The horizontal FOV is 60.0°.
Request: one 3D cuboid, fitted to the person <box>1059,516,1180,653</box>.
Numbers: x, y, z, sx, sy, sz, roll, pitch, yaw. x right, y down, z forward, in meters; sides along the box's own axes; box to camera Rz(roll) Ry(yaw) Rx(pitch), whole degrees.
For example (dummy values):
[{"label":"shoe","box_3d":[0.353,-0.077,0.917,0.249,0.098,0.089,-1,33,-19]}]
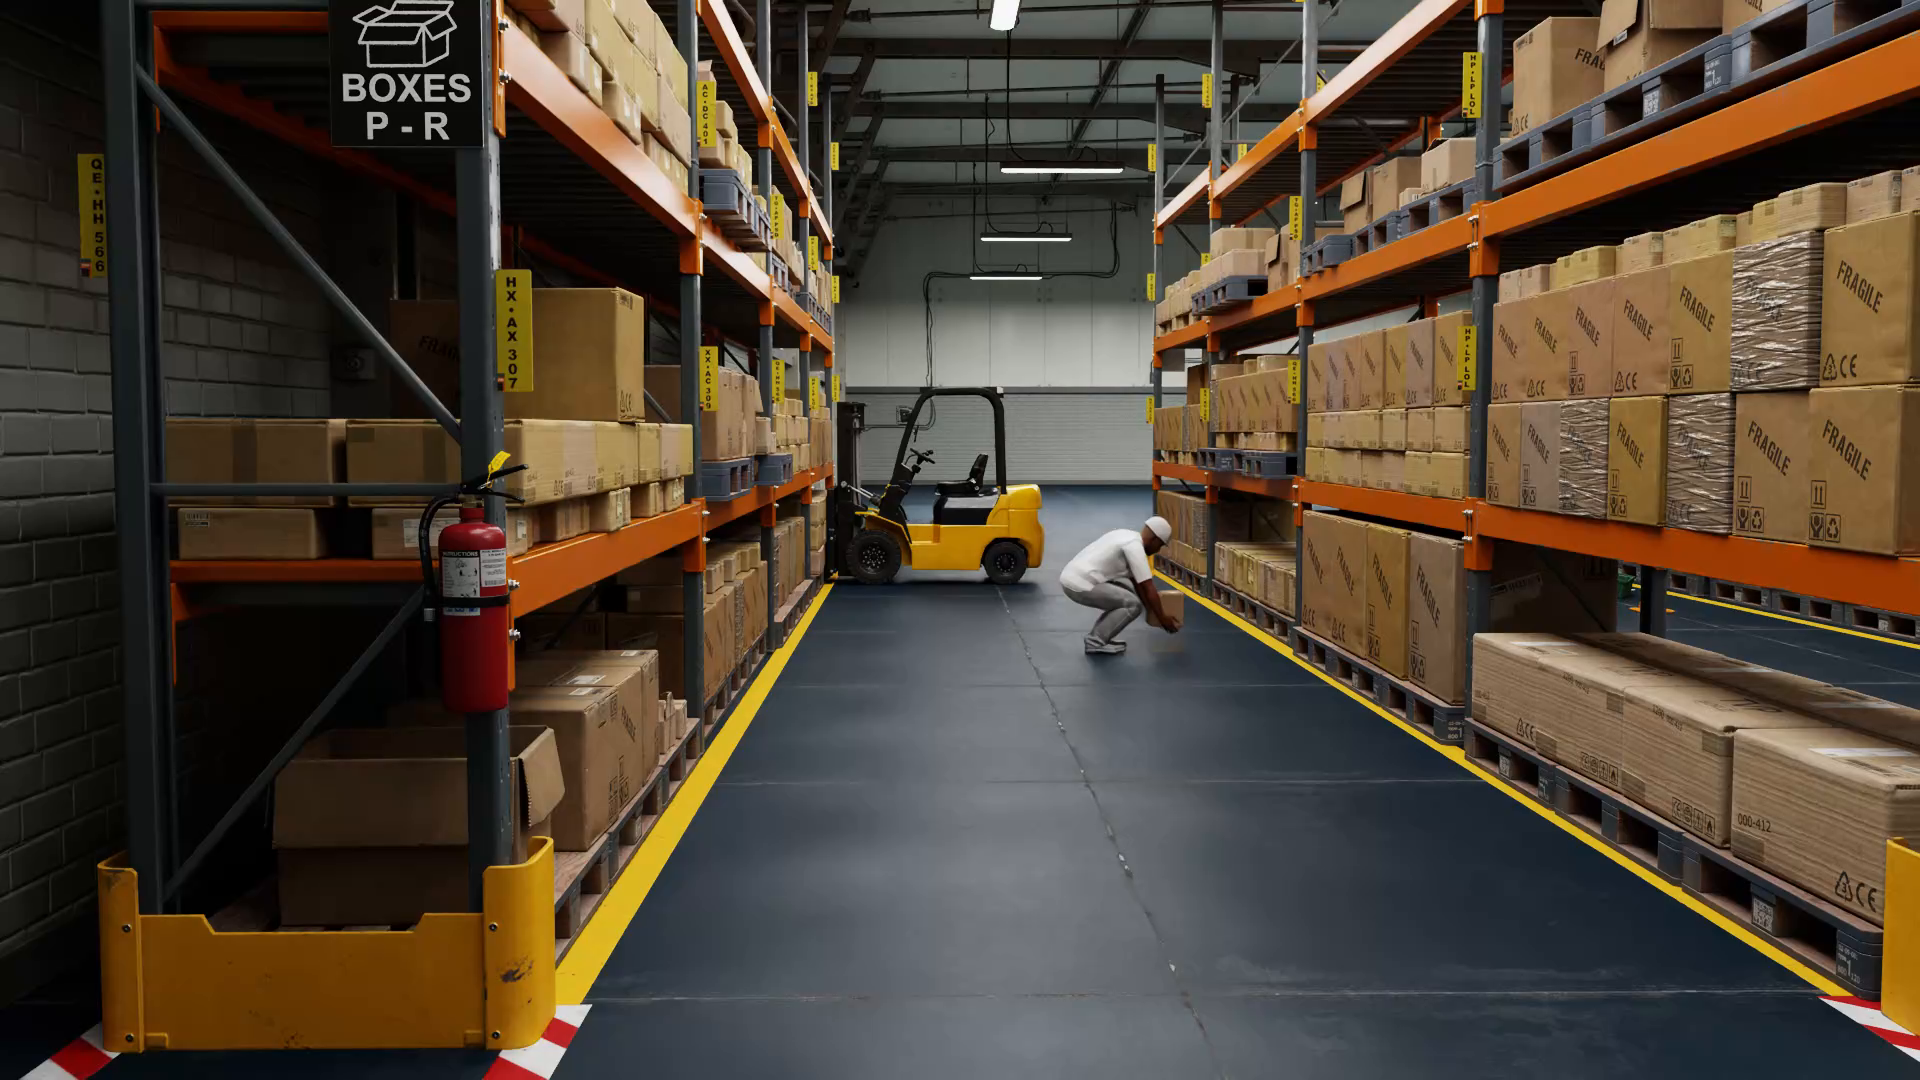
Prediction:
[{"label":"person","box_3d":[1.202,0.334,12.665,0.893,1.027,0.583,0,4,-2]}]
